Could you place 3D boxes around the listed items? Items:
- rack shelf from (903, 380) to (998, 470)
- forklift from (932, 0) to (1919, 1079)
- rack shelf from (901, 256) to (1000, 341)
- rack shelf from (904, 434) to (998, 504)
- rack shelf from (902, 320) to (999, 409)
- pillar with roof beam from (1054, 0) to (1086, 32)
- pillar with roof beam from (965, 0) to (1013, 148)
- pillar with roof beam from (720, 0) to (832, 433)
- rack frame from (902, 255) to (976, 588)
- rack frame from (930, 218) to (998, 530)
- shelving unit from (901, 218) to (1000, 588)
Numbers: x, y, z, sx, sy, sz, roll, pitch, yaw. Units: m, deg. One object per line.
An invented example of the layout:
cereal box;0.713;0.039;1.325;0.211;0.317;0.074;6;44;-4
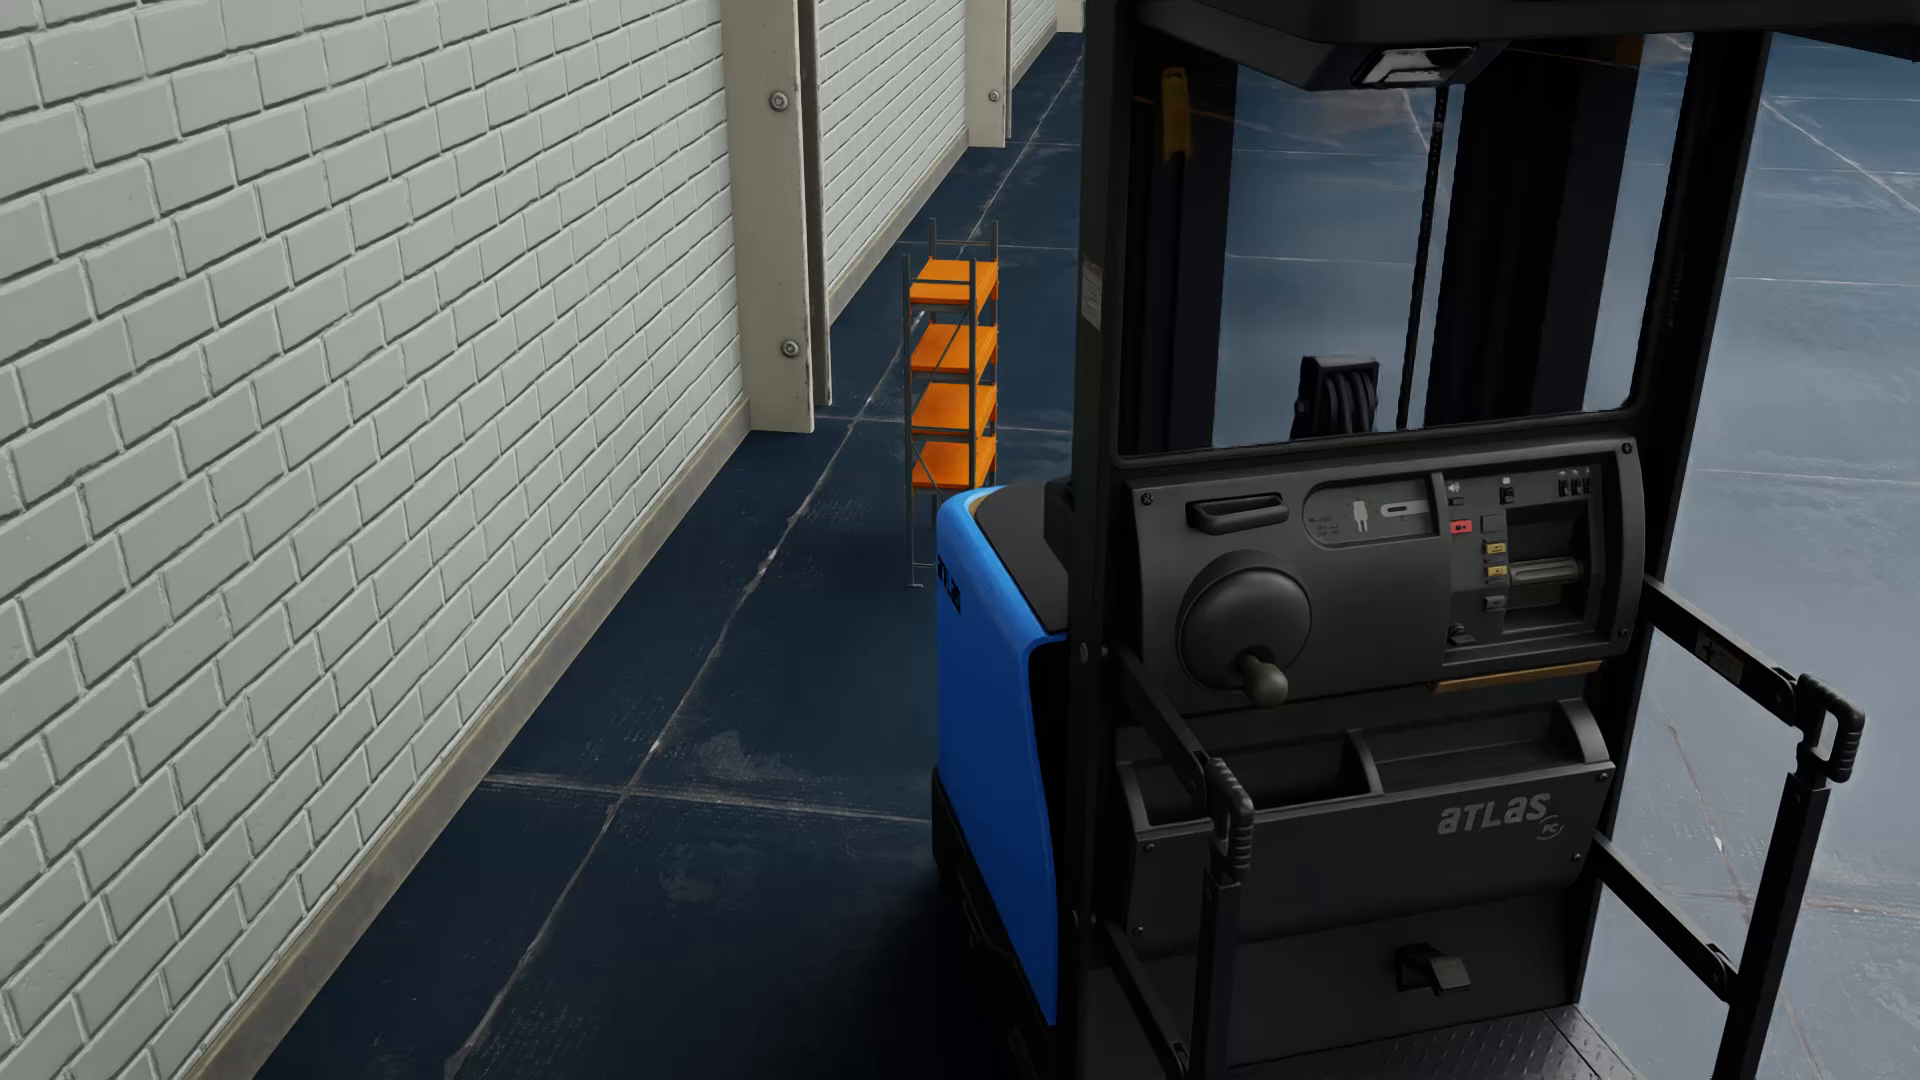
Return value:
rack shelf;-0.027;-0.413;5.876;0.258;0.148;0.480;4;25;9
forklift;0.789;0.081;2.621;1.130;2.935;3.031;-6;26;-13
rack shelf;-0.027;-0.830;5.681;0.258;0.148;0.480;4;25;9
rack shelf;-0.027;-0.233;5.960;0.258;0.148;0.480;4;25;9
rack shelf;-0.027;-0.616;5.781;0.258;0.148;0.480;4;25;9
pillar with roof beam;5.441;-9.355;15.622;9.100;9.000;0.400;4;25;9
pillar with roof beam;4.460;-6.846;10.261;9.100;9.000;0.400;4;25;9
pillar with roof beam;3.480;-4.337;4.900;9.100;9.000;0.400;4;25;9
rack frame;-0.067;-0.372;5.630;0.240;1.200;0.015;4;25;9
rack frame;0.013;-0.576;6.066;0.240;1.200;0.015;4;25;9
shelving unit;-0.027;-0.474;5.848;0.258;1.200;0.503;4;25;9
